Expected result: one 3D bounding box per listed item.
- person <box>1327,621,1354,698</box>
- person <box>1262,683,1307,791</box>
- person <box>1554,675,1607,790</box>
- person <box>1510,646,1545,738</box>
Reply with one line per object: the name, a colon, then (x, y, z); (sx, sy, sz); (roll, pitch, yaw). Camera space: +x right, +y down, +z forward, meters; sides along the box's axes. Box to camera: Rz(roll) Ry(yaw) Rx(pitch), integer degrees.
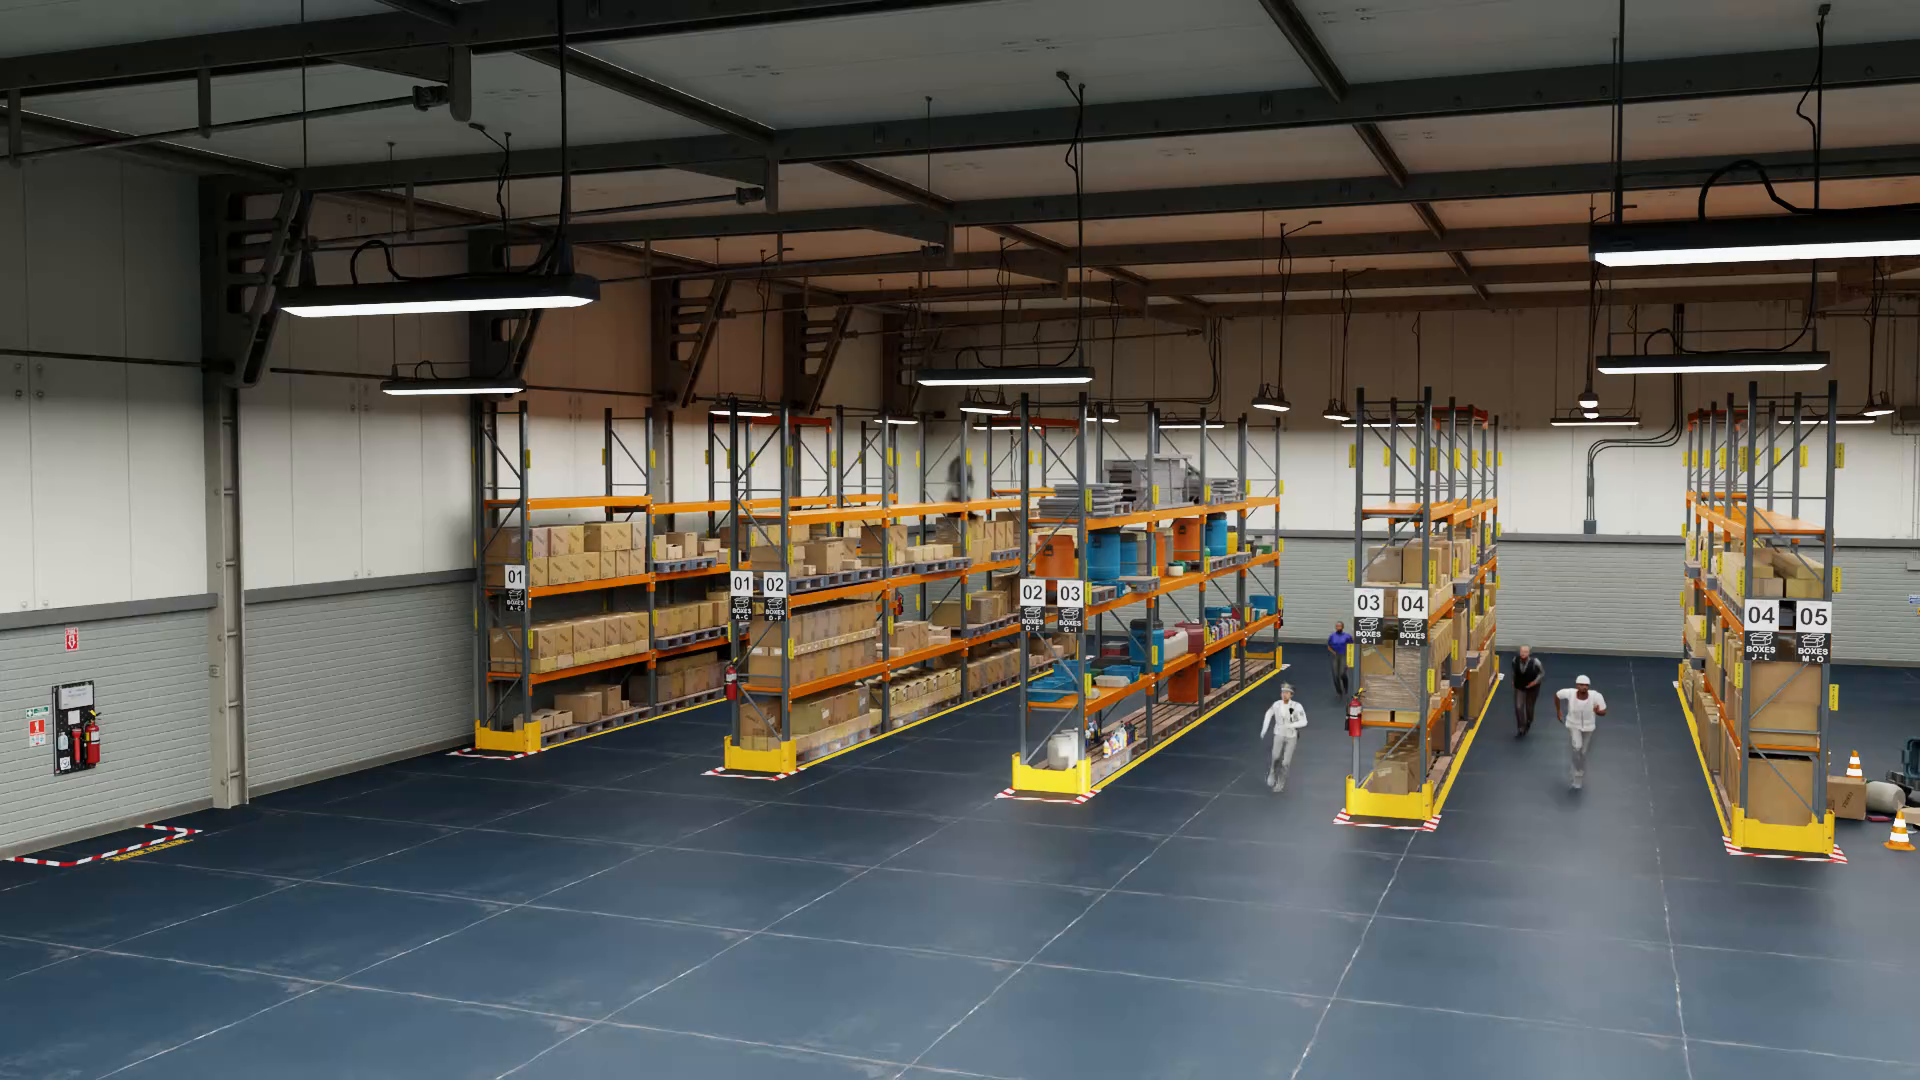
person: (7.926, 2.505, 34.697); (0.562, 1.618, 0.562); (1, 3, 22)
person: (4.872, 2.970, 25.010); (0.687, 1.654, 0.580); (1, 3, 14)
person: (9.469, 2.907, 25.403); (0.686, 1.748, 0.940); (0, 3, 6)
person: (10.280, 2.728, 30.087); (0.641, 1.705, 0.928); (2, 3, 29)
